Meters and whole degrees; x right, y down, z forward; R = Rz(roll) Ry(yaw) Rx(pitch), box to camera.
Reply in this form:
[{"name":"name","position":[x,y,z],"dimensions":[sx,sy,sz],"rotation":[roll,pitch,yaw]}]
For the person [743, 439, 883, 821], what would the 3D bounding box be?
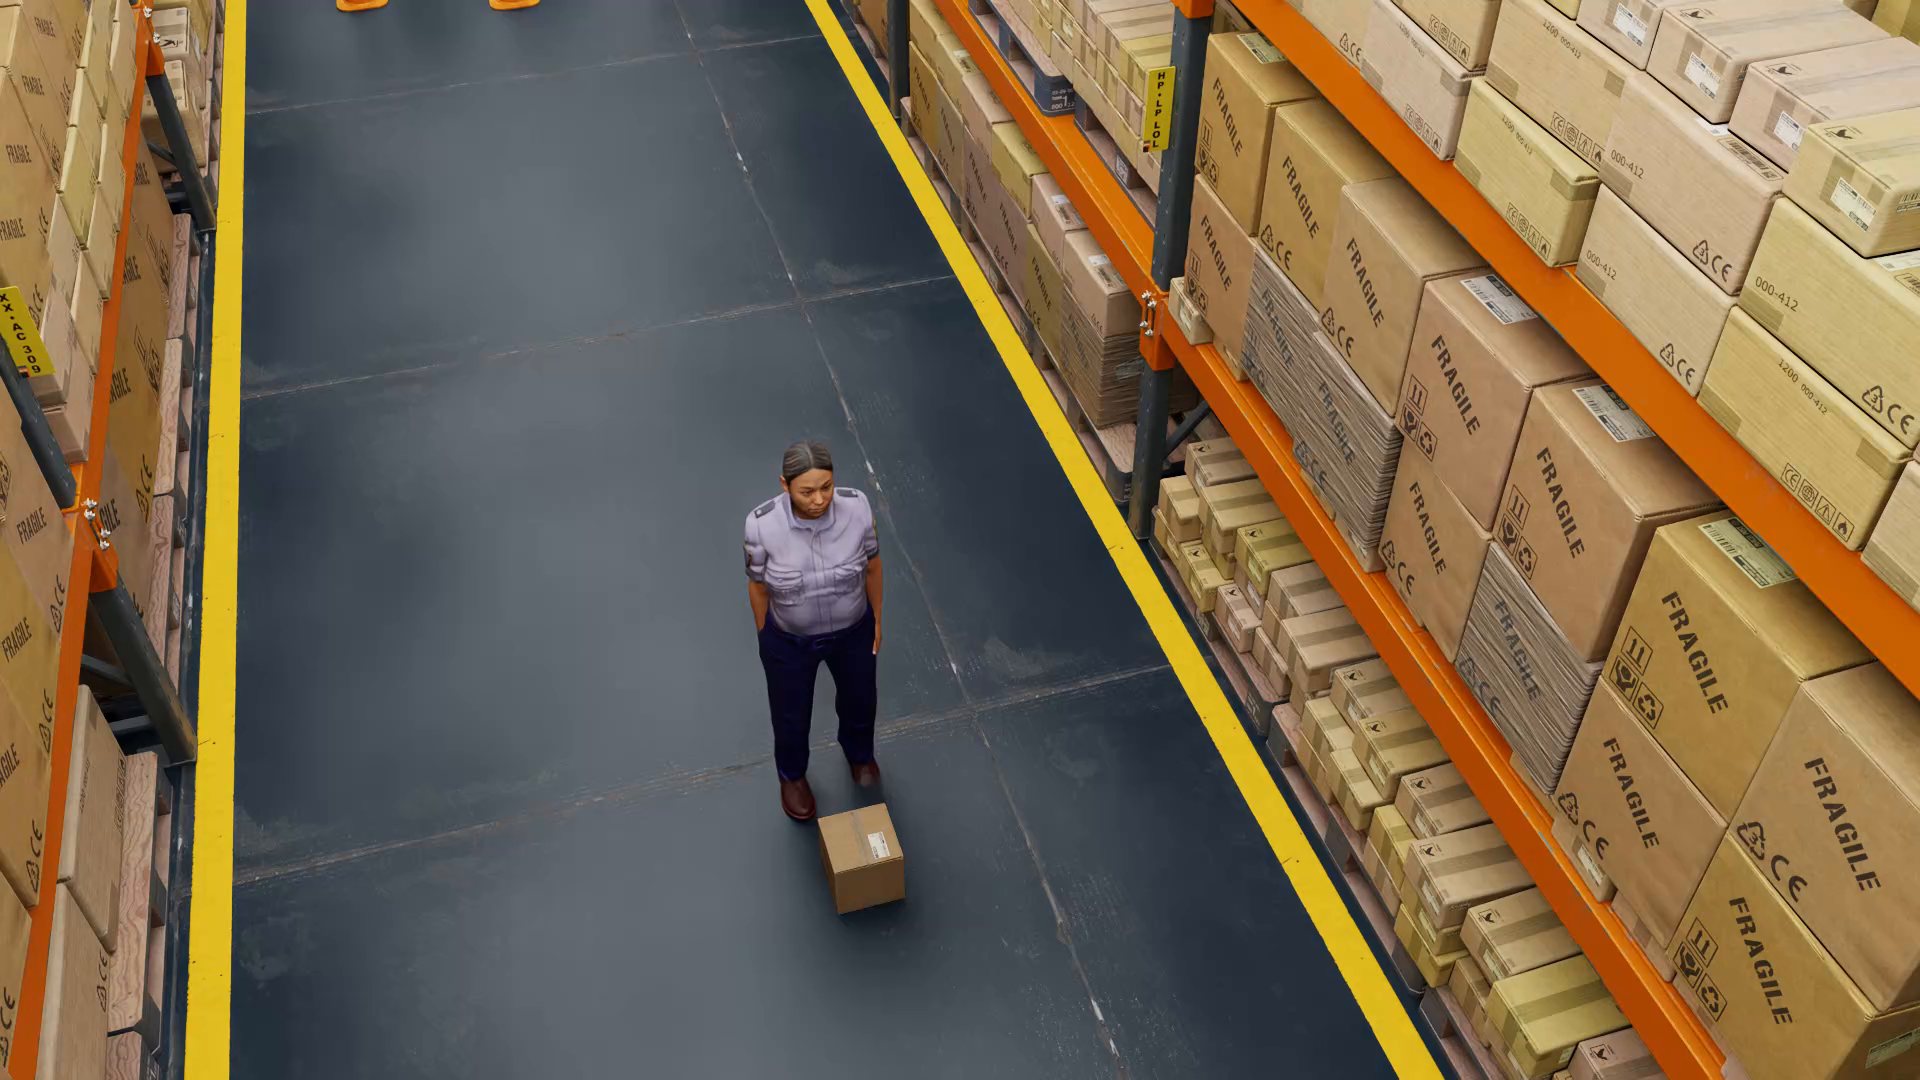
[{"name":"person","position":[-0.485,0.336,5.839],"dimensions":[0.467,1.685,0.350],"rotation":[-11,44,-12]}]
